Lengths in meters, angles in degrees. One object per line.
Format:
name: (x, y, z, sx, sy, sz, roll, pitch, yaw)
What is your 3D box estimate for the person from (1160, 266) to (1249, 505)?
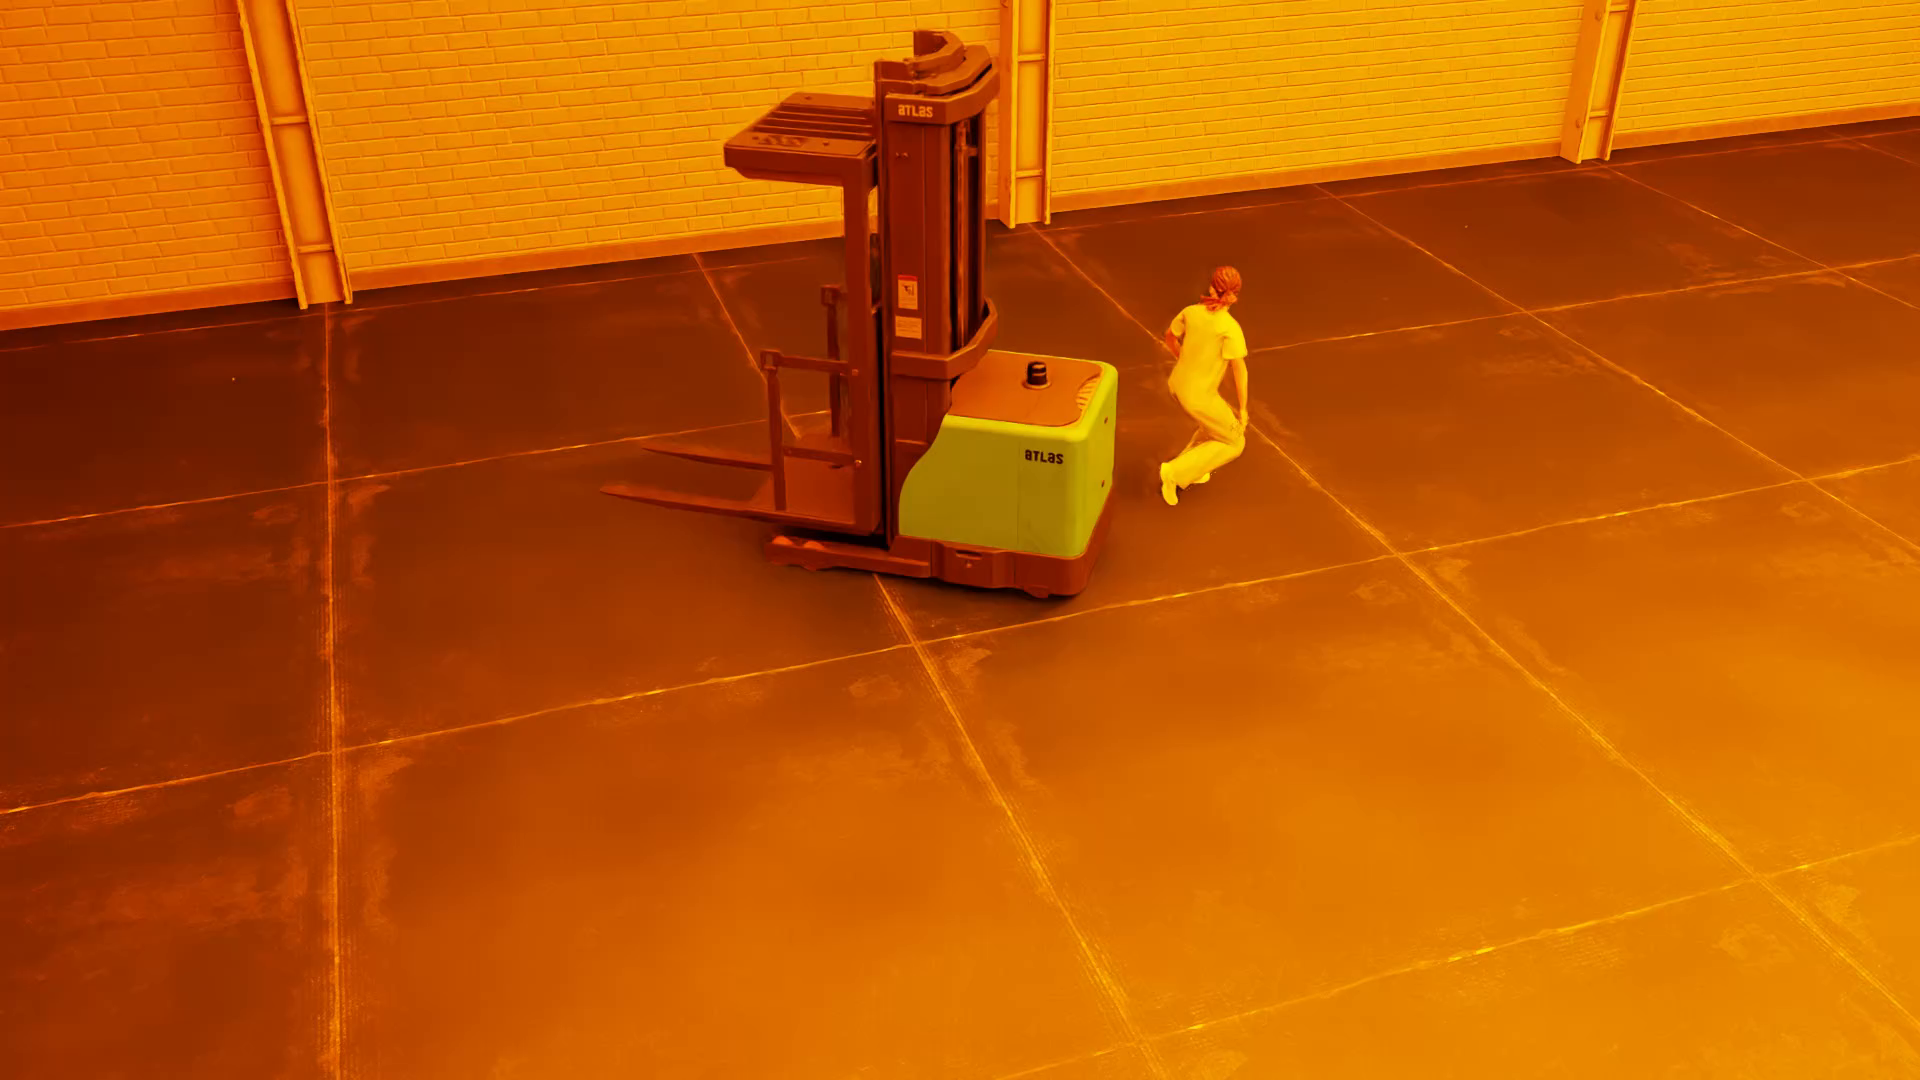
person: (1.483, -0.927, 10.174, 0.584, 1.481, 0.799, -12, 32, -20)

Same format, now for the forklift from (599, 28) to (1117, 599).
forklift: (-0.648, -1.337, 9.410, 3.031, 2.935, 1.130, 8, 31, 13)
